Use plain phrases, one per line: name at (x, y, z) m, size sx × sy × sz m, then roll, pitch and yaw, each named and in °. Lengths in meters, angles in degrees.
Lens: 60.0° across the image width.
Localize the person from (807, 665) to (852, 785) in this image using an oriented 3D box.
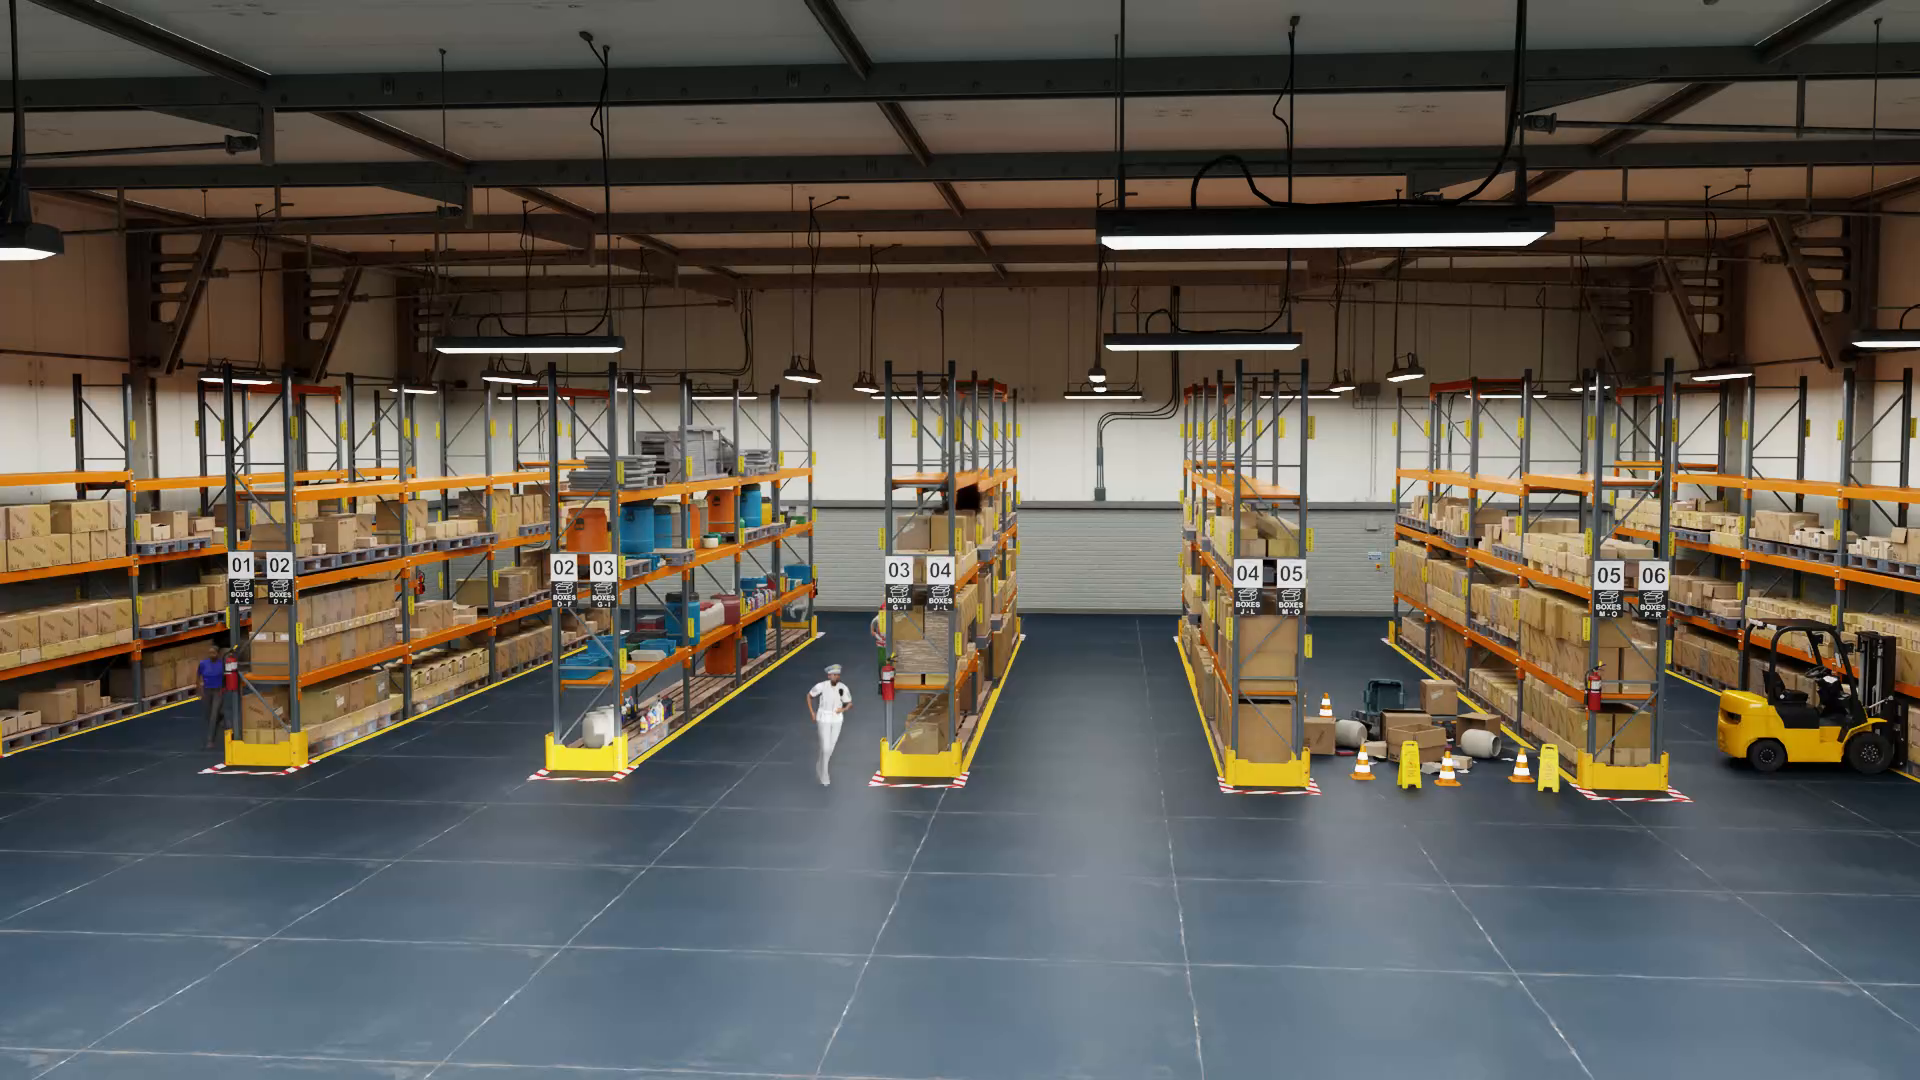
person at (-1.862, 2.634, 23.733) m, size 0.602 × 1.760 × 0.661 m, roll -1°, pitch 4°, yaw -21°

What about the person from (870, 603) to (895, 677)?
person at (-1.397, 2.062, 31.910) m, size 0.649 × 1.723 × 0.719 m, roll 1°, pitch 4°, yaw 8°

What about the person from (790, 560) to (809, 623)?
person at (-4.122, 1.349, 43.210) m, size 0.560 × 1.656 × 0.630 m, roll 2°, pitch 4°, yaw 25°

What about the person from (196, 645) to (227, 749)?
person at (-11.874, 2.485, 26.564) m, size 0.585 × 1.627 × 0.803 m, roll 0°, pitch 4°, yaw -5°
